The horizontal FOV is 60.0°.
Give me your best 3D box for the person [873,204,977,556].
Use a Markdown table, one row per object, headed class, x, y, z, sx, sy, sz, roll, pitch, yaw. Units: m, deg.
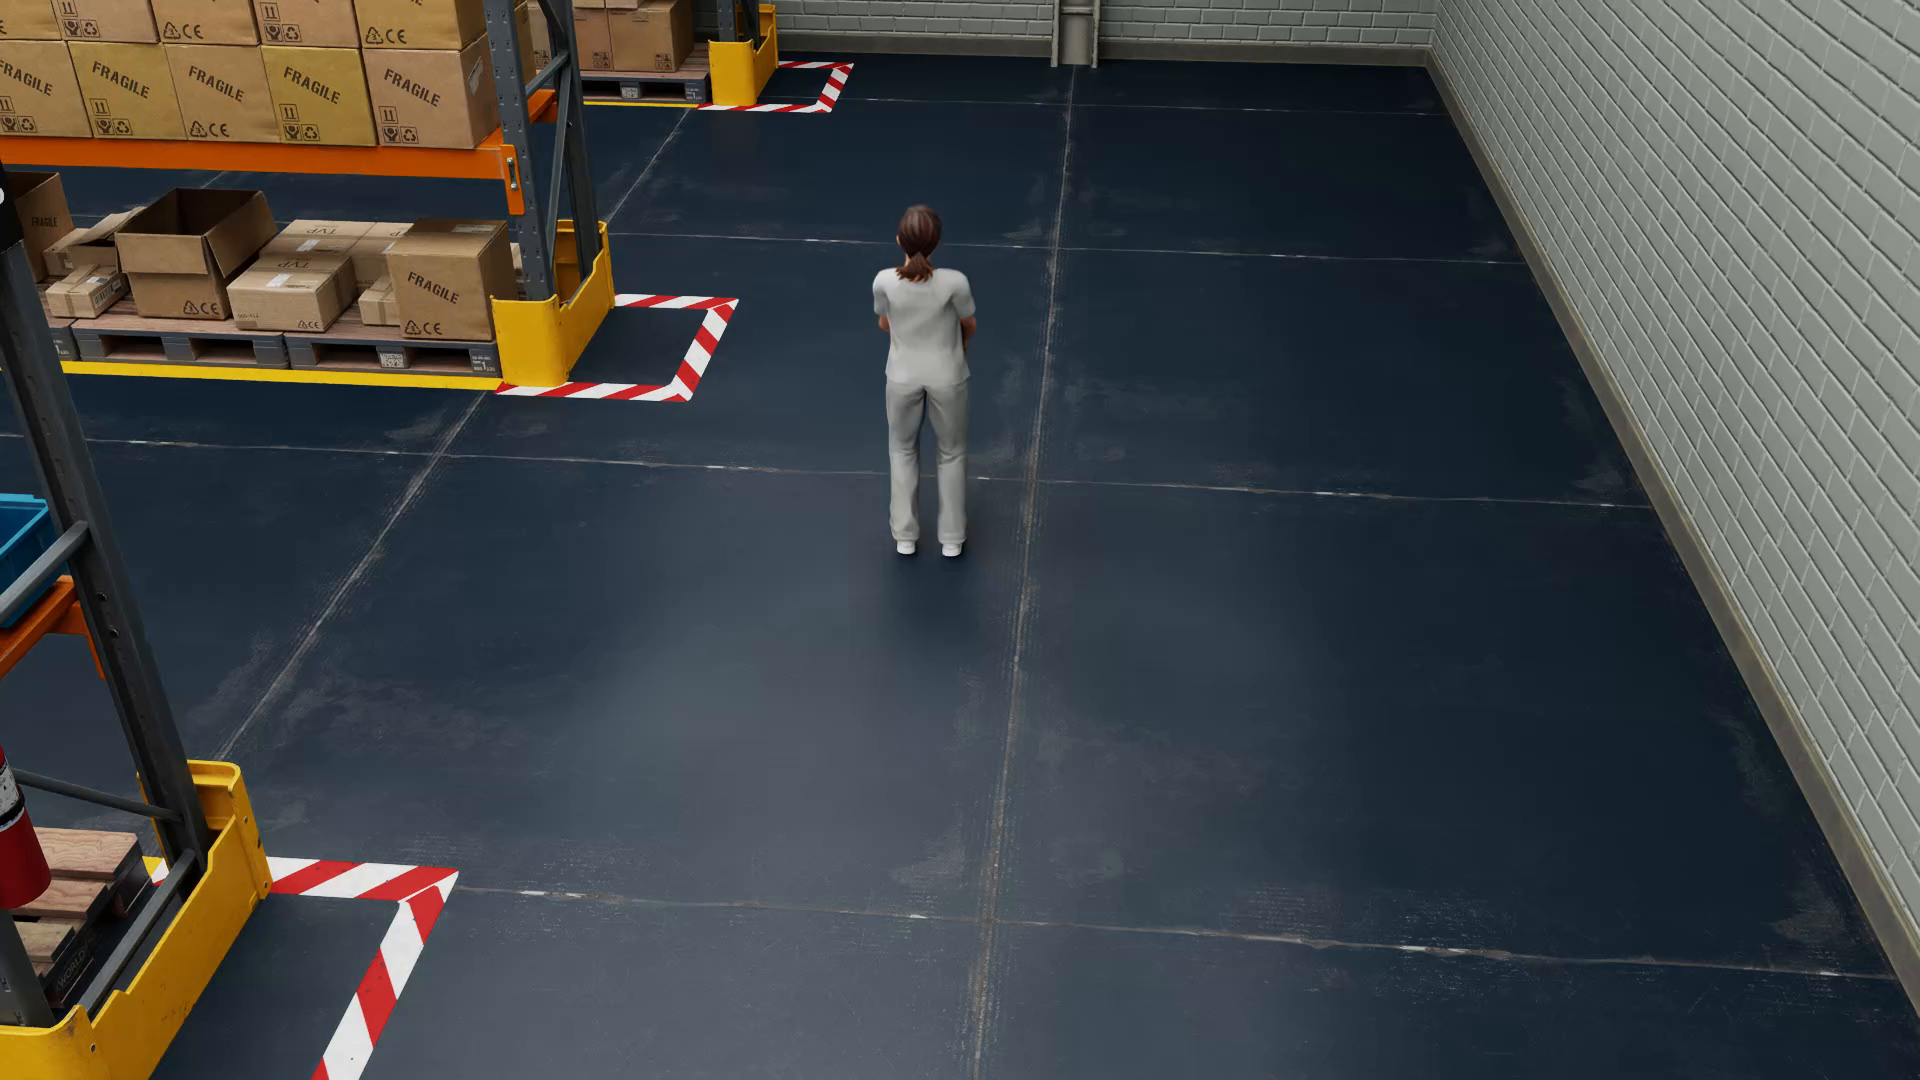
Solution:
| class | x | y | z | sx | sy | sz | roll | pitch | yaw |
| --- | --- | --- | --- | --- | --- | --- | --- | --- | --- |
| person | -0.142 | -0.719 | 7.296 | 0.437 | 1.662 | 0.555 | 3 | 32 | 5 |
